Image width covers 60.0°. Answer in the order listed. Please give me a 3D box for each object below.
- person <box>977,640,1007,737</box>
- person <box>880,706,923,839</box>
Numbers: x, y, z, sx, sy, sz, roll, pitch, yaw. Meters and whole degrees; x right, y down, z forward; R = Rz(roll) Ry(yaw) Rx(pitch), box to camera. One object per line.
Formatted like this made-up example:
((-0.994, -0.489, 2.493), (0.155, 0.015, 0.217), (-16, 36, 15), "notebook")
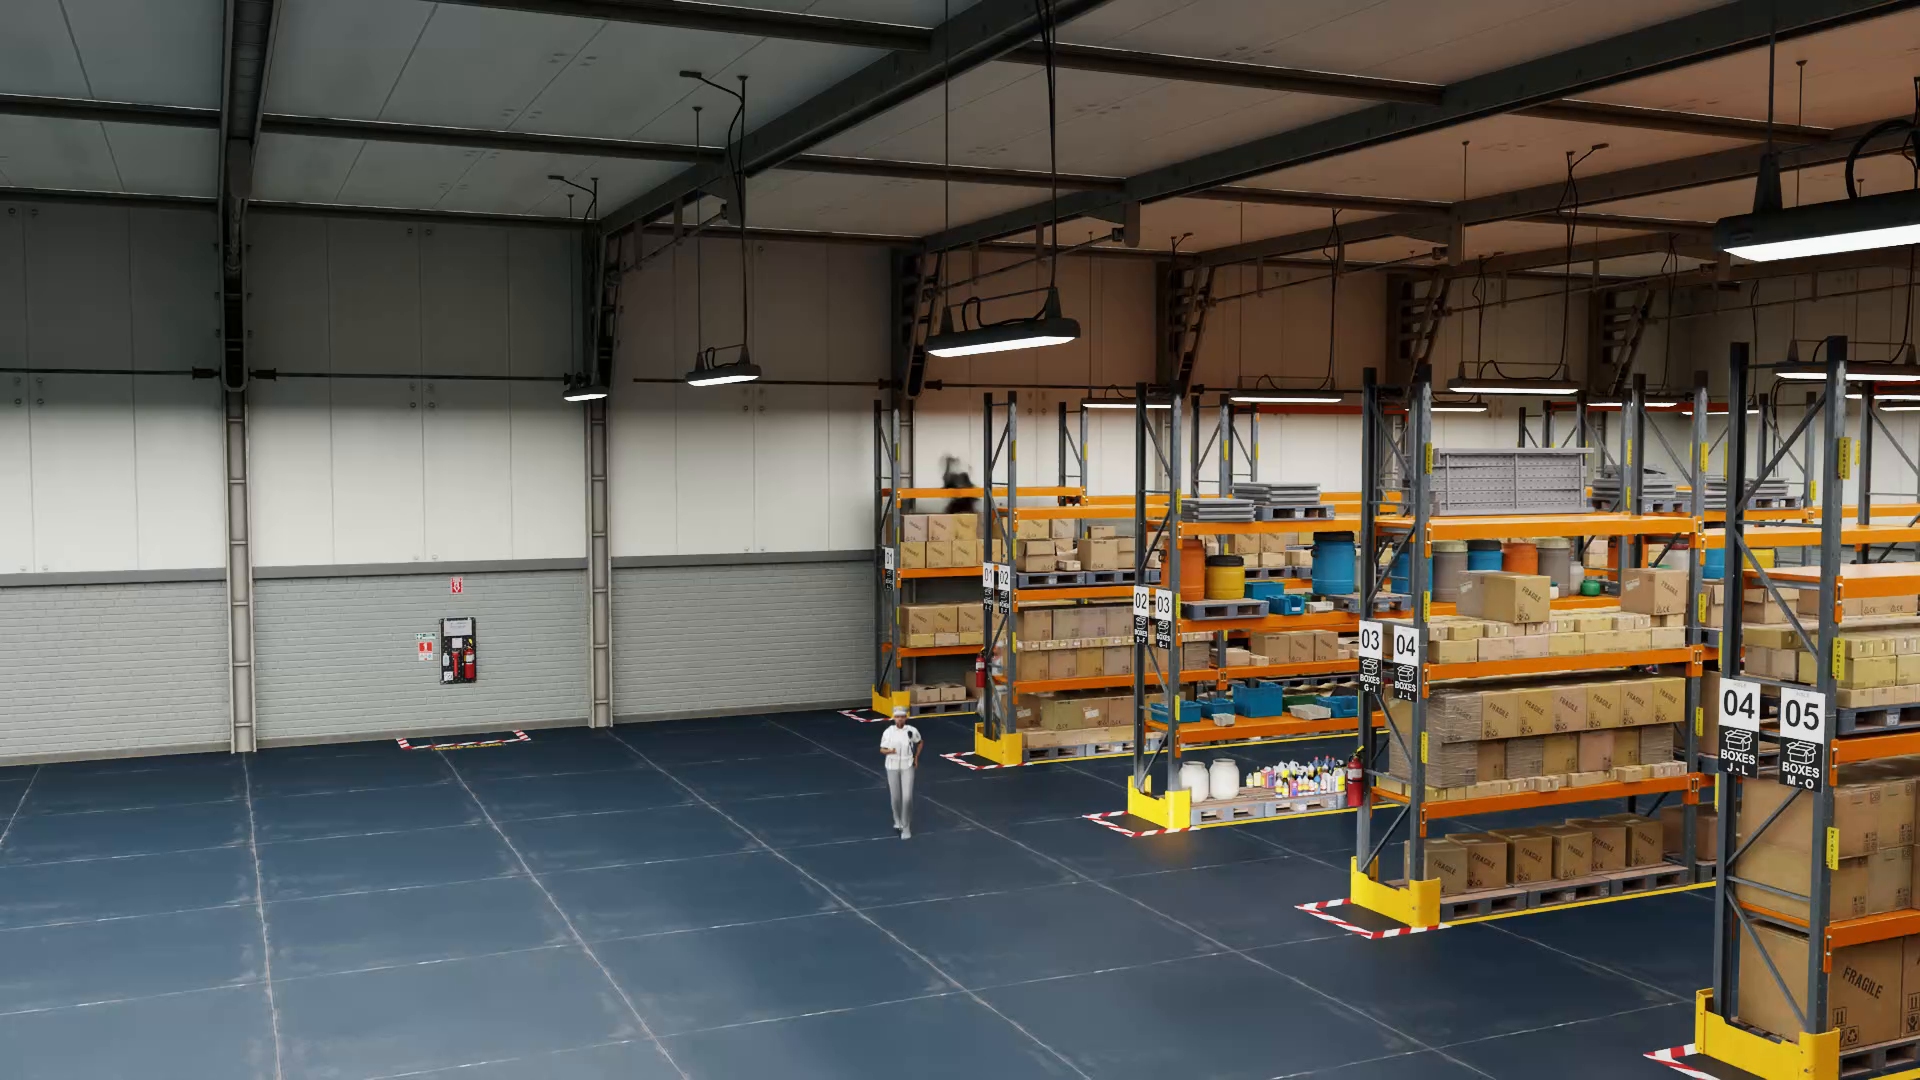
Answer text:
((0.646, 2.610, 28.842), (0.702, 1.778, 0.646), (-2, 4, -33), "person")
((-0.775, 3.051, 21.904), (0.555, 1.749, 0.702), (0, 3, 2), "person")
